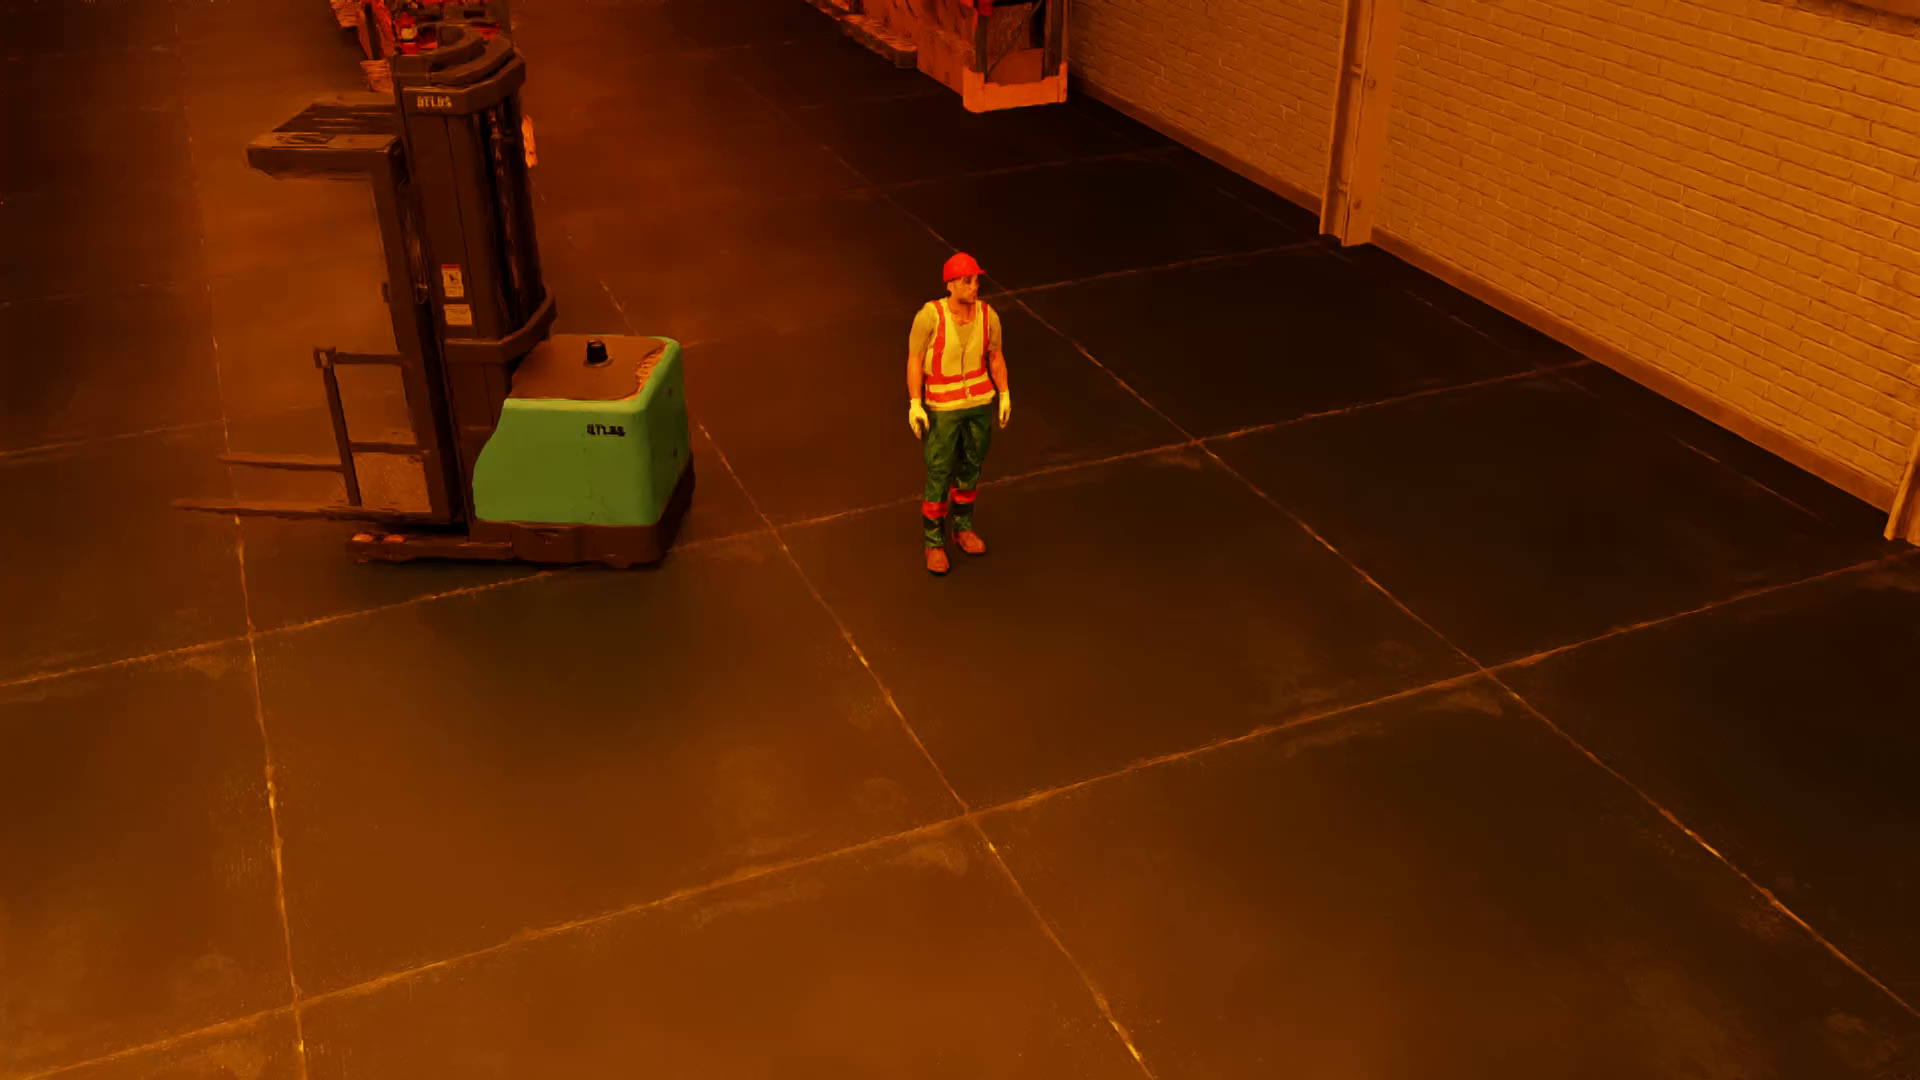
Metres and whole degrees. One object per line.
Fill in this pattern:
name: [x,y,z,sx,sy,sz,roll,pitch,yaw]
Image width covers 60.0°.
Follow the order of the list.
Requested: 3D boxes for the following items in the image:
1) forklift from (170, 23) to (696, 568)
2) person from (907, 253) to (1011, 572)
forklift: [-3.217,-1.394,9.557,3.031,2.935,1.130,2,30,4]
person: [0.022,-0.744,9.557,0.637,1.787,0.563,-12,32,-20]
